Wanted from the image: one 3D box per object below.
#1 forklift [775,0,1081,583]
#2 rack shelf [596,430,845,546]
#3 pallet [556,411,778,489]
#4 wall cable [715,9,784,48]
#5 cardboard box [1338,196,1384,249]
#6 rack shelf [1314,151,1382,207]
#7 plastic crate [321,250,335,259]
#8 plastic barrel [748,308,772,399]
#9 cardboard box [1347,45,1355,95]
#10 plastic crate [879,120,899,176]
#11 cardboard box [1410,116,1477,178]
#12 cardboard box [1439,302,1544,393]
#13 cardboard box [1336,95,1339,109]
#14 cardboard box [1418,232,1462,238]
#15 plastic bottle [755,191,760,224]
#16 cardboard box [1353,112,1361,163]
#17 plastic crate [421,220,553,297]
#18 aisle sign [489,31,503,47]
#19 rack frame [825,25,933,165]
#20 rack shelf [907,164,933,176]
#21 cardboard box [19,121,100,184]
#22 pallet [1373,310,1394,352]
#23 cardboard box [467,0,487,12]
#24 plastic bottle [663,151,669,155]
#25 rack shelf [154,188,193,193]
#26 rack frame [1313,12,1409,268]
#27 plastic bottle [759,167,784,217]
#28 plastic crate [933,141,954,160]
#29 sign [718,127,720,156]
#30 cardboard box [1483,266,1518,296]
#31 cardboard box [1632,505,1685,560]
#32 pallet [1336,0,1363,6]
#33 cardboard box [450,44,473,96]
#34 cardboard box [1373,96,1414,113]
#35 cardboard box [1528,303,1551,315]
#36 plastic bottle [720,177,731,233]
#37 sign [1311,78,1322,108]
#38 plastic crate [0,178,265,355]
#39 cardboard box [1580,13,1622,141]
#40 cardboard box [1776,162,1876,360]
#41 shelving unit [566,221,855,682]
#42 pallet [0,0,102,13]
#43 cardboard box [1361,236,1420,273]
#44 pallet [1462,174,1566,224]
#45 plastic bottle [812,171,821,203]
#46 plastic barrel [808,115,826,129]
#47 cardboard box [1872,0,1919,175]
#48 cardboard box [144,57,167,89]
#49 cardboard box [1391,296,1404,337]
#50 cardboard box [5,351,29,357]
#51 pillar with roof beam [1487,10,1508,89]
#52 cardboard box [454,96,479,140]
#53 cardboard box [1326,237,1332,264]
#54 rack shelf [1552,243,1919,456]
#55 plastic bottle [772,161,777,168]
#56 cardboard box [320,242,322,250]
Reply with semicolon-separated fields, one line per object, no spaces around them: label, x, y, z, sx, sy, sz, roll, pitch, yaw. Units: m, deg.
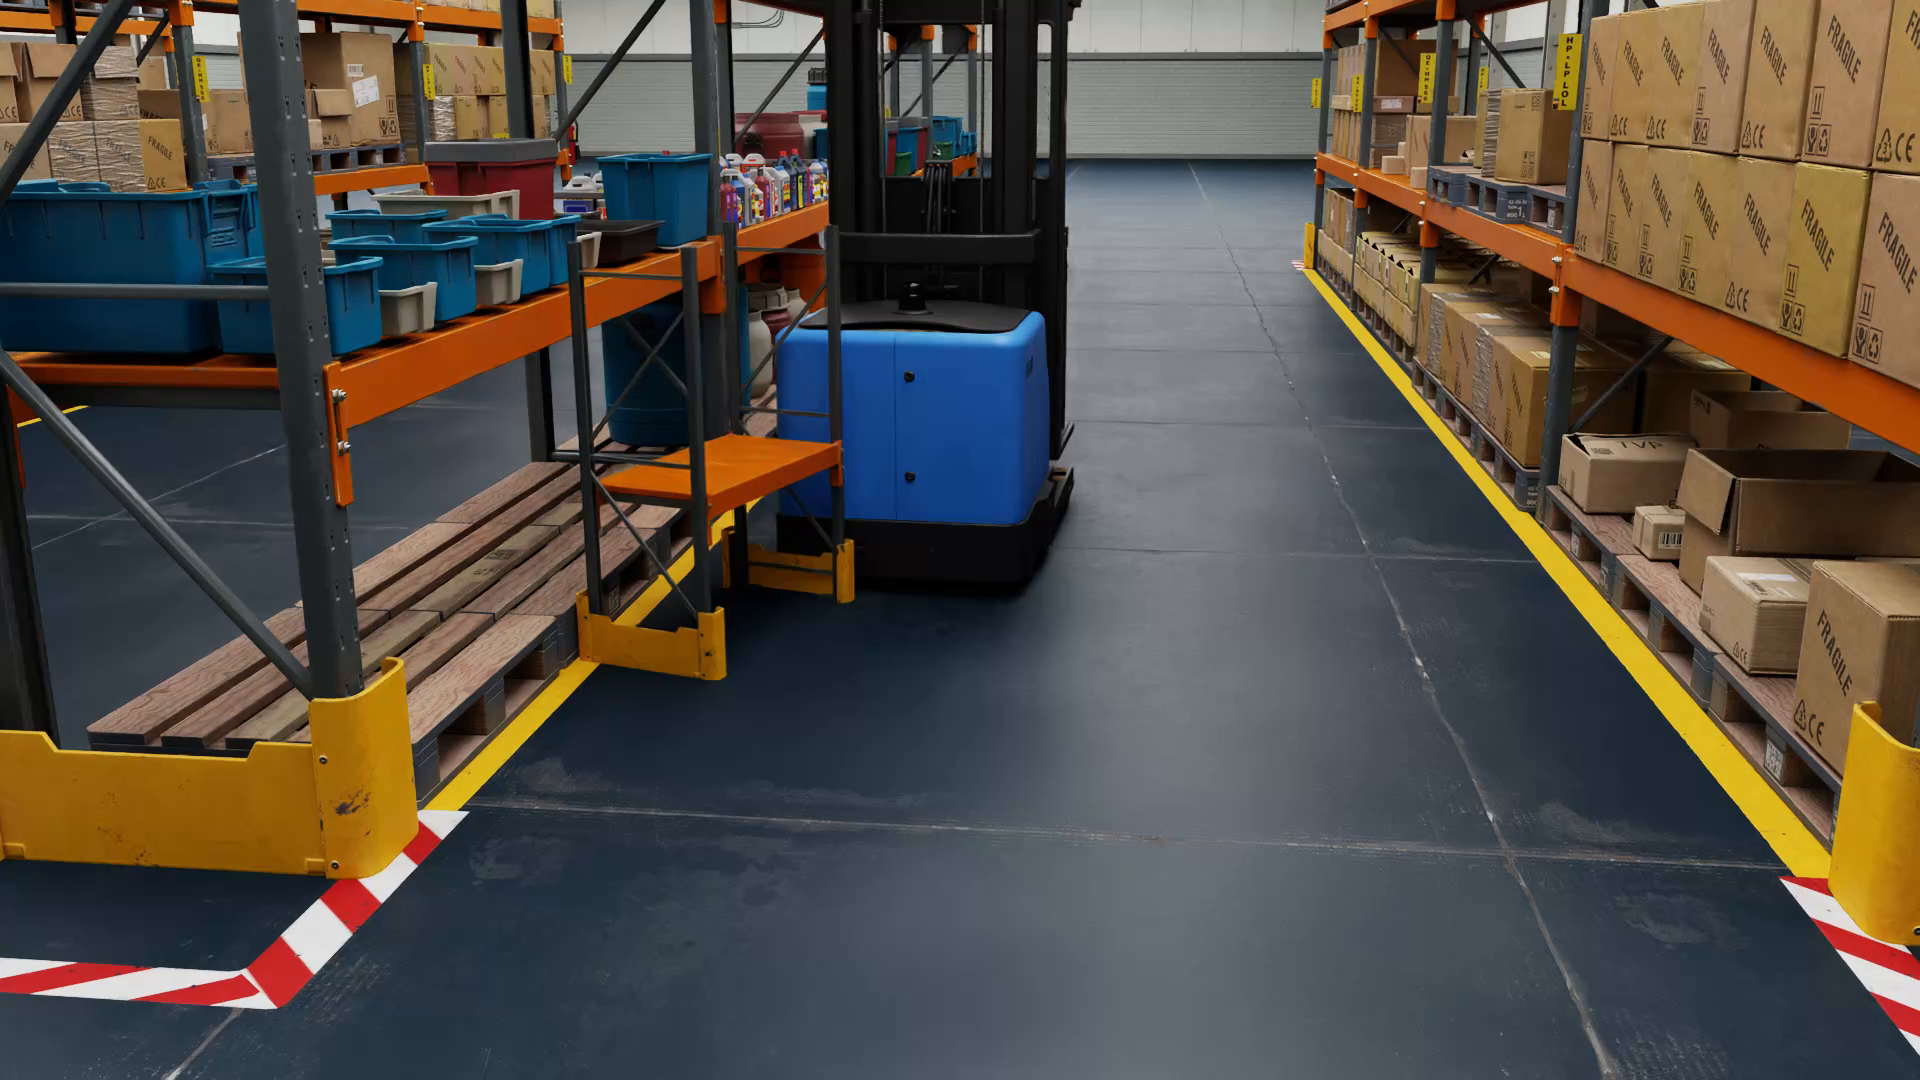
forklift;-0.023;-1.579;7.888;1.130;2.935;3.031;2;15;9
rack shelf;-0.902;-0.214;6.268;0.538;0.185;1.000;6;16;23
pallet;-1.532;-0.513;9.154;1.003;0.211;1.213;2;15;6
wall cable;-6.519;-17.961;50.331;2.305;6.003;0.169;2;15;6
cardboard box;4.119;-3.211;16.817;0.500;0.500;0.500;2;15;6
rack shelf;4.389;-3.759;17.196;1.077;0.370;4.000;2;15;6
plastic crate;-2.131;-0.966;5.878;0.298;0.136;0.250;2;15;6
plastic barrel;-1.350;-1.130;10.055;0.421;0.512;0.421;0;15;0
cardboard box;4.433;-4.898;17.353;0.700;0.500;0.500;2;15;6
plastic crate;-0.723;-3.138;13.399;0.402;0.464;0.583;2;15;6
cardboard box;3.944;-3.171;13.451;0.500;0.500;0.500;2;15;6
cardboard box;3.261;-1.181;10.228;0.500;0.500;0.500;1;15;6
cardboard box;4.300;-4.758;18.078;0.380;0.149;0.250;2;15;6
cardboard box;4.402;-2.620;14.995;0.500;0.311;0.500;2;15;6
plastic bottle;-1.138;-1.822;9.035;0.097;0.201;0.097;0;15;0
cardboard box;4.320;-4.018;16.585;0.700;0.500;0.500;2;15;7
plastic crate;-1.609;-0.966;5.695;0.416;0.233;0.300;2;15;6
aisle sign;-5.519;-6.198;19.856;0.394;0.787;0.004;2;15;6
rack frame;-0.758;-3.735;15.727;1.000;3.000;0.127;2;15;6
rack shelf;-0.984;-2.869;13.903;1.077;0.370;4.000;2;15;6
cardboard box;-6.058;-2.492;10.941;0.500;0.500;0.500;1;15;4
pallet;3.984;-1.732;13.664;1.003;0.211;1.213;2;15;6
cardboard box;-5.253;-5.631;17.282;0.500;0.250;0.500;1;15;4
plastic bottle;-1.758;-2.170;10.034;0.144;0.351;0.185;2;15;6
rack shelf;-6.357;-1.977;10.606;1.077;0.370;4.000;2;15;6
rack frame;4.614;-4.625;19.021;1.000;3.000;0.127;2;15;6
plastic bottle;-1.100;-2.009;9.583;0.152;0.276;0.135;2;15;6
plastic crate;-0.325;-3.976;17.026;0.450;0.188;0.662;2;15;6
sign;-1.757;-2.790;11.923;0.100;0.325;0.005;2;15;6
cardboard box;4.063;-1.824;12.049;0.500;0.311;0.500;2;15;8
cardboard box;2.910;-0.031;6.613;0.380;0.166;0.250;2;15;6
pallet;4.374;-5.531;16.792;1.003;0.211;1.213;2;15;6
cardboard box;-5.321;-4.794;16.968;0.500;0.500;0.500;2;15;6
cardboard box;3.981;-4.026;15.371;0.380;0.149;0.250;2;15;6
cardboard box;3.781;-1.172;10.197;0.500;0.500;0.500;1;15;4
plastic bottle;-1.196;-1.686;8.375;0.061;0.283;0.133;2;15;6
sign;4.064;-5.099;18.964;0.100;0.325;0.005;2;15;6
plastic crate;-2.260;-0.761;4.546;0.616;0.435;0.499;2;15;6
cardboard box;2.928;-1.930;6.946;0.500;0.500;0.500;2;15;8
cardboard box;2.644;-0.783;4.618;0.500;0.500;0.500;2;15;7
shelving unit;-0.906;-0.385;6.213;0.587;1.500;1.083;6;16;23
pallet;-10.354;-5.986;18.475;1.003;0.211;1.213;2;15;6
cardboard box;3.807;-2.504;14.566;0.500;0.311;0.500;2;15;6
pallet;3.497;-1.953;9.507;1.003;0.211;1.213;2;15;6
plastic bottle;-0.943;-2.268;10.685;0.097;0.201;0.097;0;15;0
plastic barrel;-1.258;-3.134;13.290;0.421;0.512;0.421;0;15;0
cardboard box;2.586;-1.130;3.988;0.500;0.500;0.500;2;15;6
cardboard box;-10.225;-5.589;20.229;0.875;0.550;0.550;2;15;6
cardboard box;3.583;-1.703;12.678;0.500;0.250;0.500;2;15;6
cardboard box;-6.430;-1.381;10.289;1.225;0.875;0.875;1;15;4
pillar with roof beam;8.748;-13.521;40.425;9.100;9.000;0.400;2;15;6
cardboard box;-5.476;-4.316;17.116;0.875;0.500;0.500;2;15;6
cardboard box;4.223;-3.109;17.875;0.500;0.250;0.500;2;15;6
rack shelf;3.035;-0.647;5.686;1.077;0.370;4.000;2;15;6
plastic bottle;-1.124;-2.183;10.214;0.061;0.283;0.133;2;15;6
cardboard box;-5.968;-2.315;14.422;0.700;0.500;0.500;3;15;11
